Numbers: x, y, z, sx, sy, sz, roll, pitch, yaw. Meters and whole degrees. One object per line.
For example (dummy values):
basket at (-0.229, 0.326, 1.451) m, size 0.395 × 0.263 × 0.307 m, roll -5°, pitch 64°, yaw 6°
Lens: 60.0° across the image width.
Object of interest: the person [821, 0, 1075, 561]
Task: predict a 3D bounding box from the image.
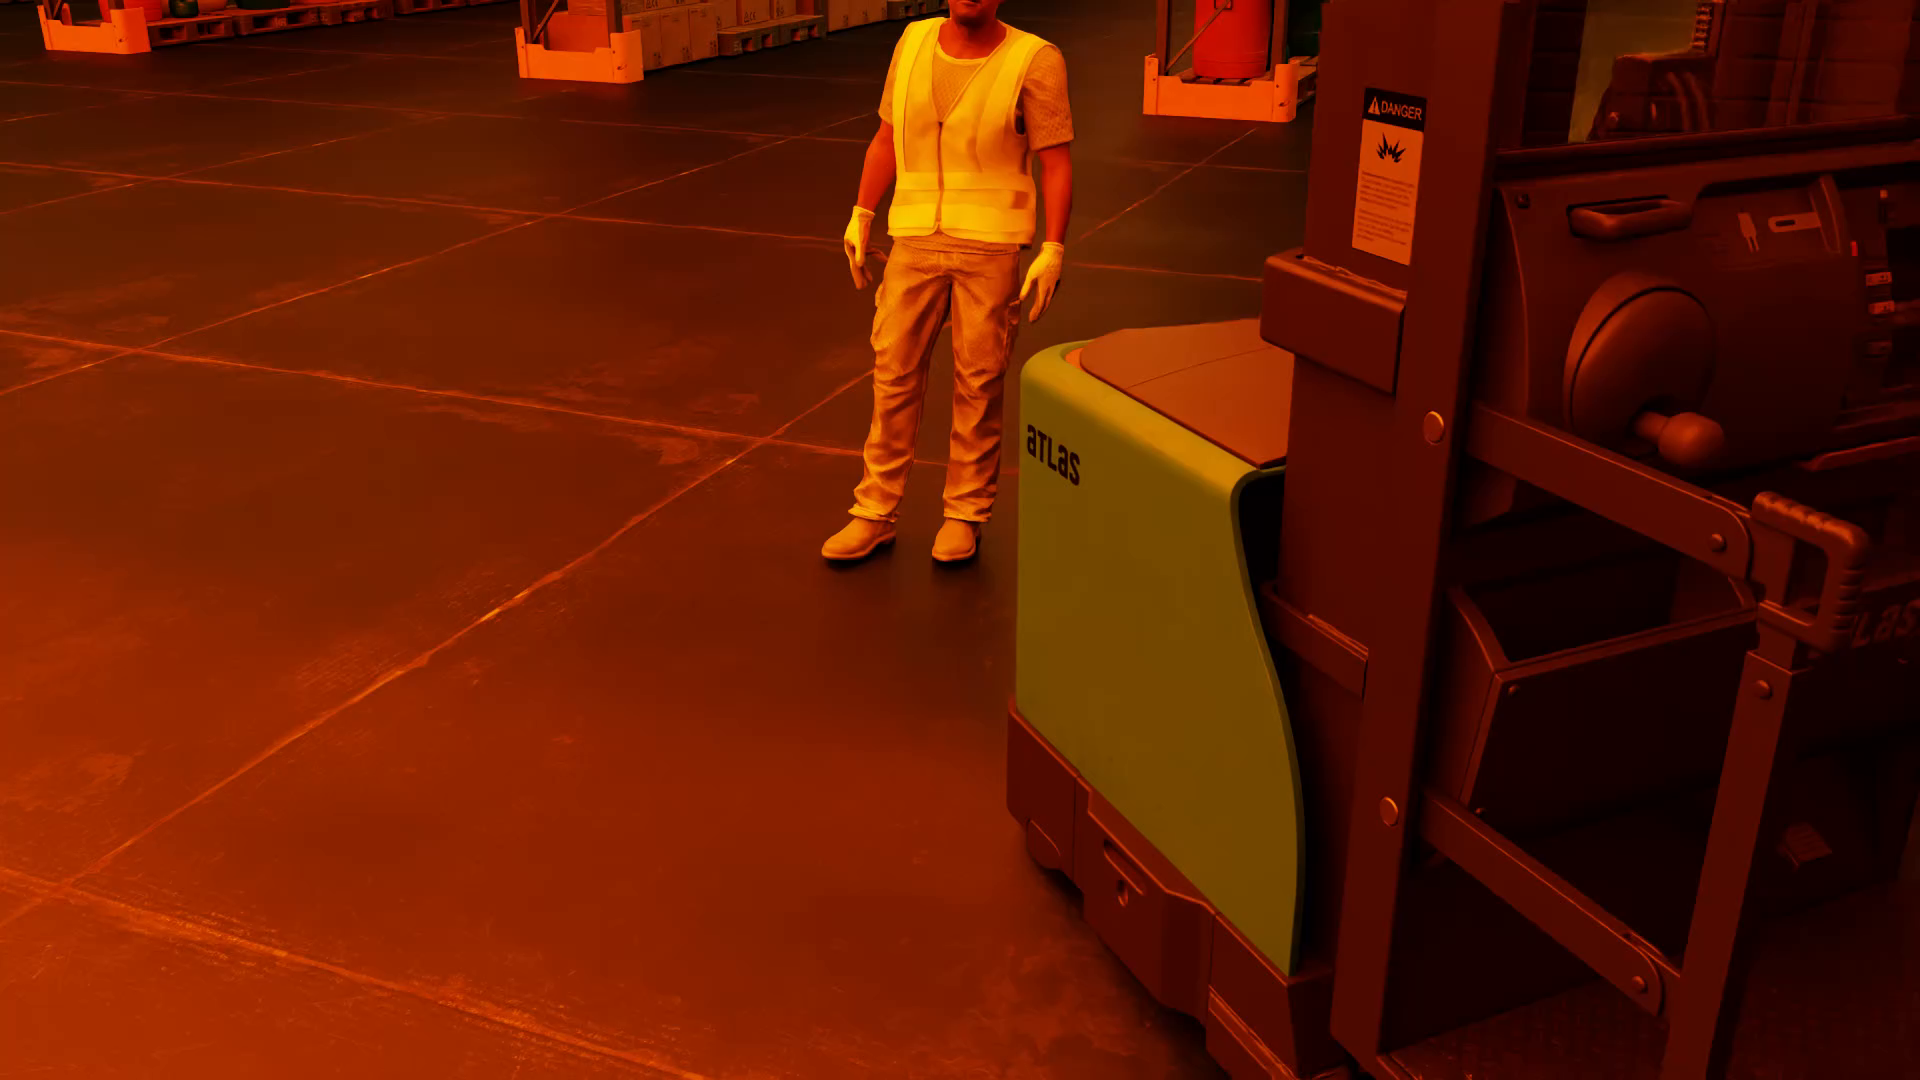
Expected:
person at (-0.035, -0.805, 4.687) m, size 0.657 × 1.785 × 0.575 m, roll 9°, pitch 24°, yaw 21°

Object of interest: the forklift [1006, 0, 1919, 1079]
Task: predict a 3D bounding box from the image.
forklift at (1.172, -0.295, 1.999) m, size 1.130 × 2.935 × 3.031 m, roll -10°, pitch 25°, yaw -23°
